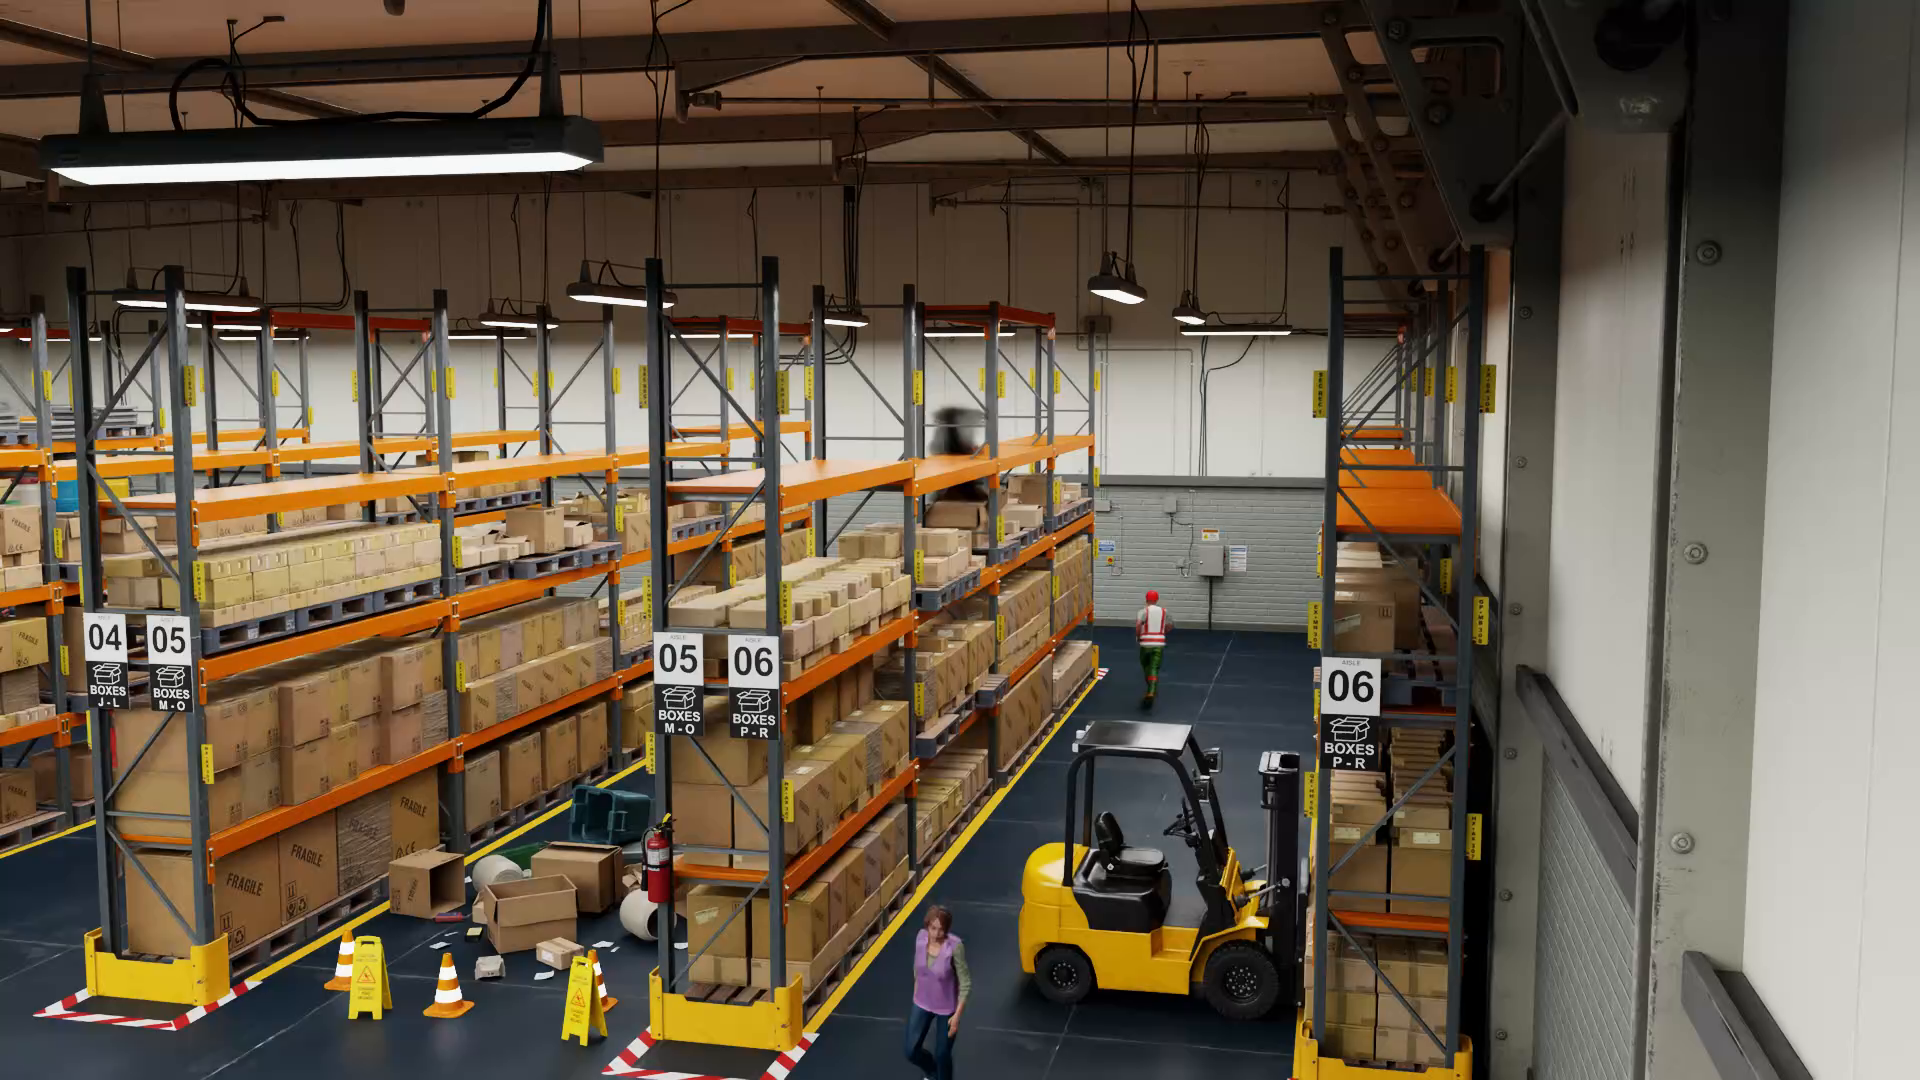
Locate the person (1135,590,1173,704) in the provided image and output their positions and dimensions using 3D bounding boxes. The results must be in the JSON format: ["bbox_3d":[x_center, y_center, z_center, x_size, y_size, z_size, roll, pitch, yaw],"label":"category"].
[{"bbox_3d":[3.023,1.674,25.817,0.620,1.763,0.855,0,6,0],"label":"person"}]

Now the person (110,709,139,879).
[{"bbox_3d":[-8.691,2.560,17.330,0.629,1.728,0.971,-2,6,-16],"label":"person"}]

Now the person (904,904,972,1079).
[{"bbox_3d":[-0.153,3.242,11.491,0.537,1.544,0.603,2,6,20],"label":"person"}]
